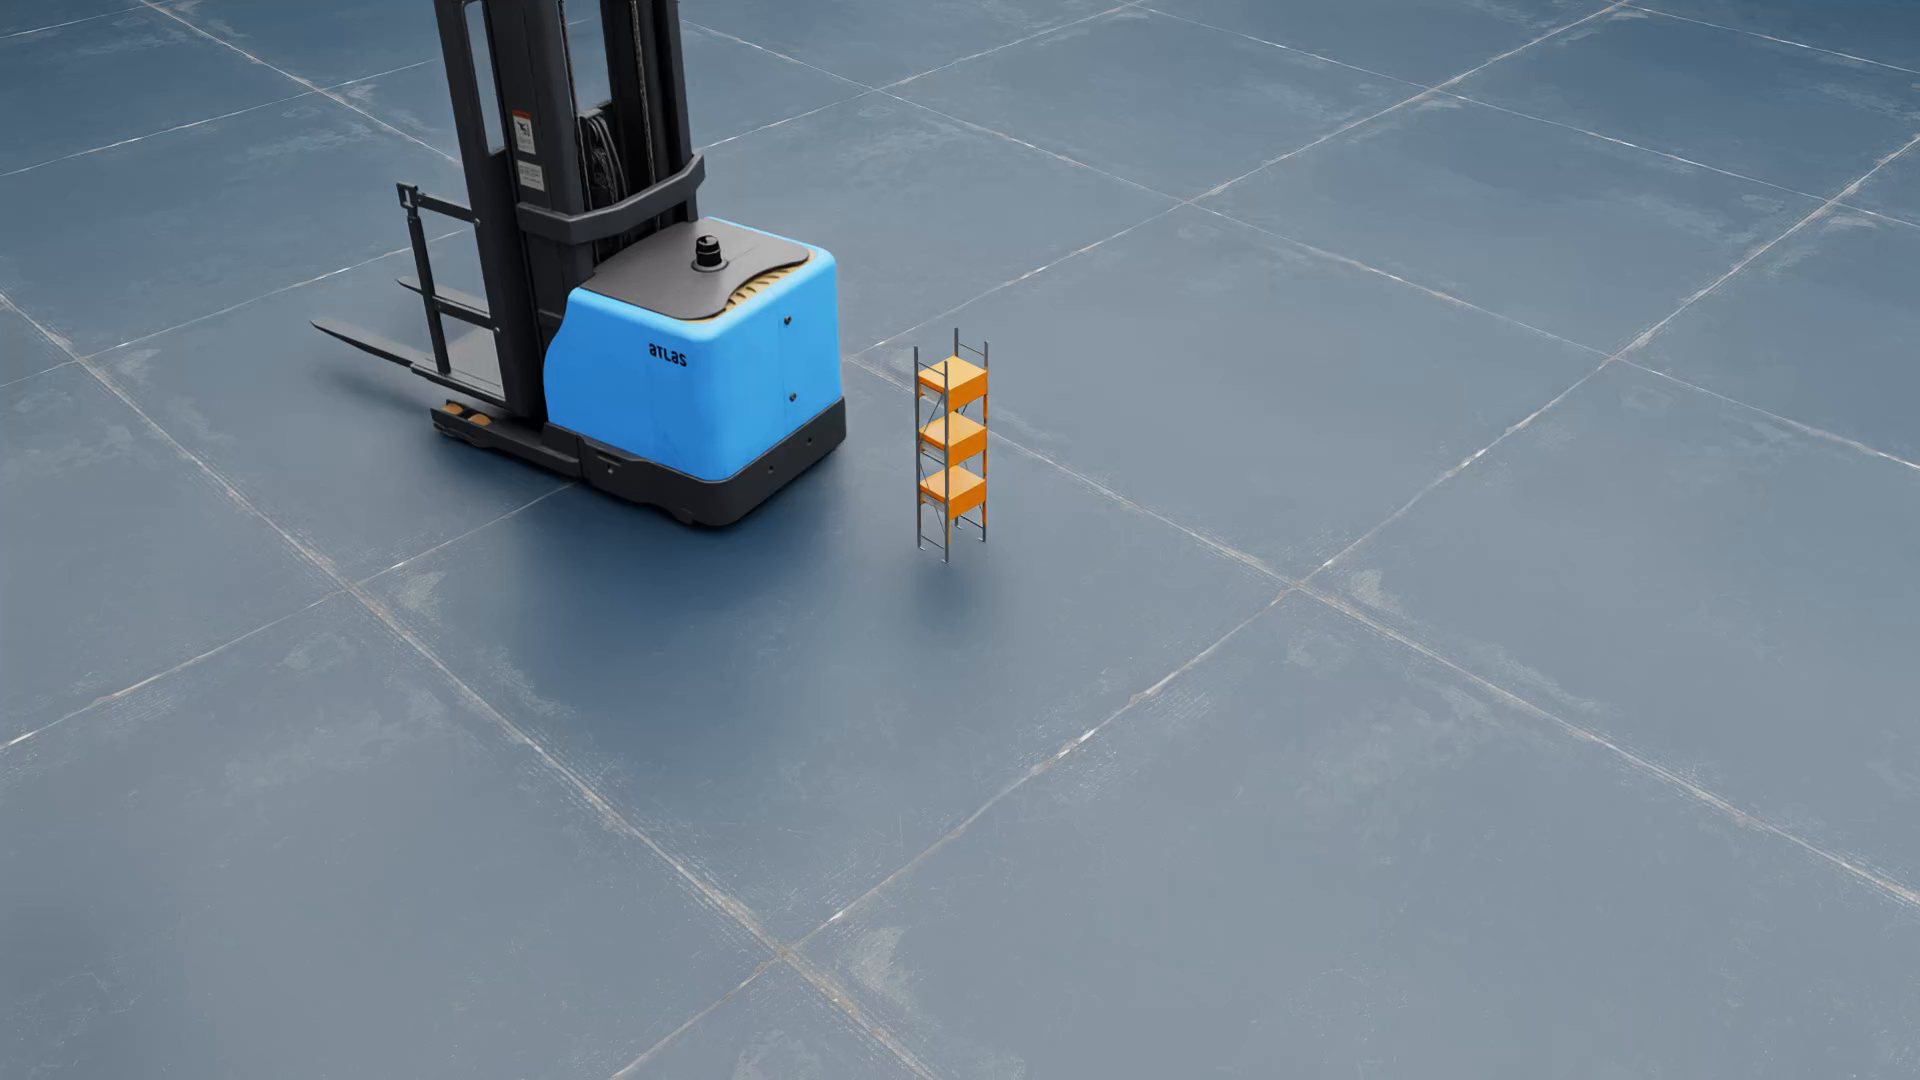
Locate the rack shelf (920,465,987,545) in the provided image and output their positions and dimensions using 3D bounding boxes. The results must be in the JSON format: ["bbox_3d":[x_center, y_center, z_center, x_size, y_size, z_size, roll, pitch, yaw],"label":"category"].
[{"bbox_3d":[-0.038,-0.172,7.584,0.215,0.259,0.240,30,45,35],"label":"rack shelf"}]

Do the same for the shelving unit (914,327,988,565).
[{"bbox_3d":[-0.038,-0.409,7.419,0.215,1.050,0.252,30,45,35],"label":"shelving unit"}]

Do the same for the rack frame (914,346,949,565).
[{"bbox_3d":[-0.124,-0.359,7.348,0.200,1.050,0.008,30,45,35],"label":"rack frame"}]

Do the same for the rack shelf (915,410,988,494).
[{"bbox_3d":[-0.038,-0.400,7.425,0.215,0.259,0.240,30,45,35],"label":"rack shelf"}]

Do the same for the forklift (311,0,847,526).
[{"bbox_3d":[-2.089,-1.904,7.918,3.031,2.935,1.130,20,40,26],"label":"forklift"}]

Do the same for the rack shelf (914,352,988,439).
[{"bbox_3d":[-0.038,-0.633,7.262,0.215,0.259,0.240,30,45,35],"label":"rack shelf"}]

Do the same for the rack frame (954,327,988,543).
[{"bbox_3d":[0.048,-0.458,7.490,0.200,1.050,0.008,30,45,35],"label":"rack frame"}]
